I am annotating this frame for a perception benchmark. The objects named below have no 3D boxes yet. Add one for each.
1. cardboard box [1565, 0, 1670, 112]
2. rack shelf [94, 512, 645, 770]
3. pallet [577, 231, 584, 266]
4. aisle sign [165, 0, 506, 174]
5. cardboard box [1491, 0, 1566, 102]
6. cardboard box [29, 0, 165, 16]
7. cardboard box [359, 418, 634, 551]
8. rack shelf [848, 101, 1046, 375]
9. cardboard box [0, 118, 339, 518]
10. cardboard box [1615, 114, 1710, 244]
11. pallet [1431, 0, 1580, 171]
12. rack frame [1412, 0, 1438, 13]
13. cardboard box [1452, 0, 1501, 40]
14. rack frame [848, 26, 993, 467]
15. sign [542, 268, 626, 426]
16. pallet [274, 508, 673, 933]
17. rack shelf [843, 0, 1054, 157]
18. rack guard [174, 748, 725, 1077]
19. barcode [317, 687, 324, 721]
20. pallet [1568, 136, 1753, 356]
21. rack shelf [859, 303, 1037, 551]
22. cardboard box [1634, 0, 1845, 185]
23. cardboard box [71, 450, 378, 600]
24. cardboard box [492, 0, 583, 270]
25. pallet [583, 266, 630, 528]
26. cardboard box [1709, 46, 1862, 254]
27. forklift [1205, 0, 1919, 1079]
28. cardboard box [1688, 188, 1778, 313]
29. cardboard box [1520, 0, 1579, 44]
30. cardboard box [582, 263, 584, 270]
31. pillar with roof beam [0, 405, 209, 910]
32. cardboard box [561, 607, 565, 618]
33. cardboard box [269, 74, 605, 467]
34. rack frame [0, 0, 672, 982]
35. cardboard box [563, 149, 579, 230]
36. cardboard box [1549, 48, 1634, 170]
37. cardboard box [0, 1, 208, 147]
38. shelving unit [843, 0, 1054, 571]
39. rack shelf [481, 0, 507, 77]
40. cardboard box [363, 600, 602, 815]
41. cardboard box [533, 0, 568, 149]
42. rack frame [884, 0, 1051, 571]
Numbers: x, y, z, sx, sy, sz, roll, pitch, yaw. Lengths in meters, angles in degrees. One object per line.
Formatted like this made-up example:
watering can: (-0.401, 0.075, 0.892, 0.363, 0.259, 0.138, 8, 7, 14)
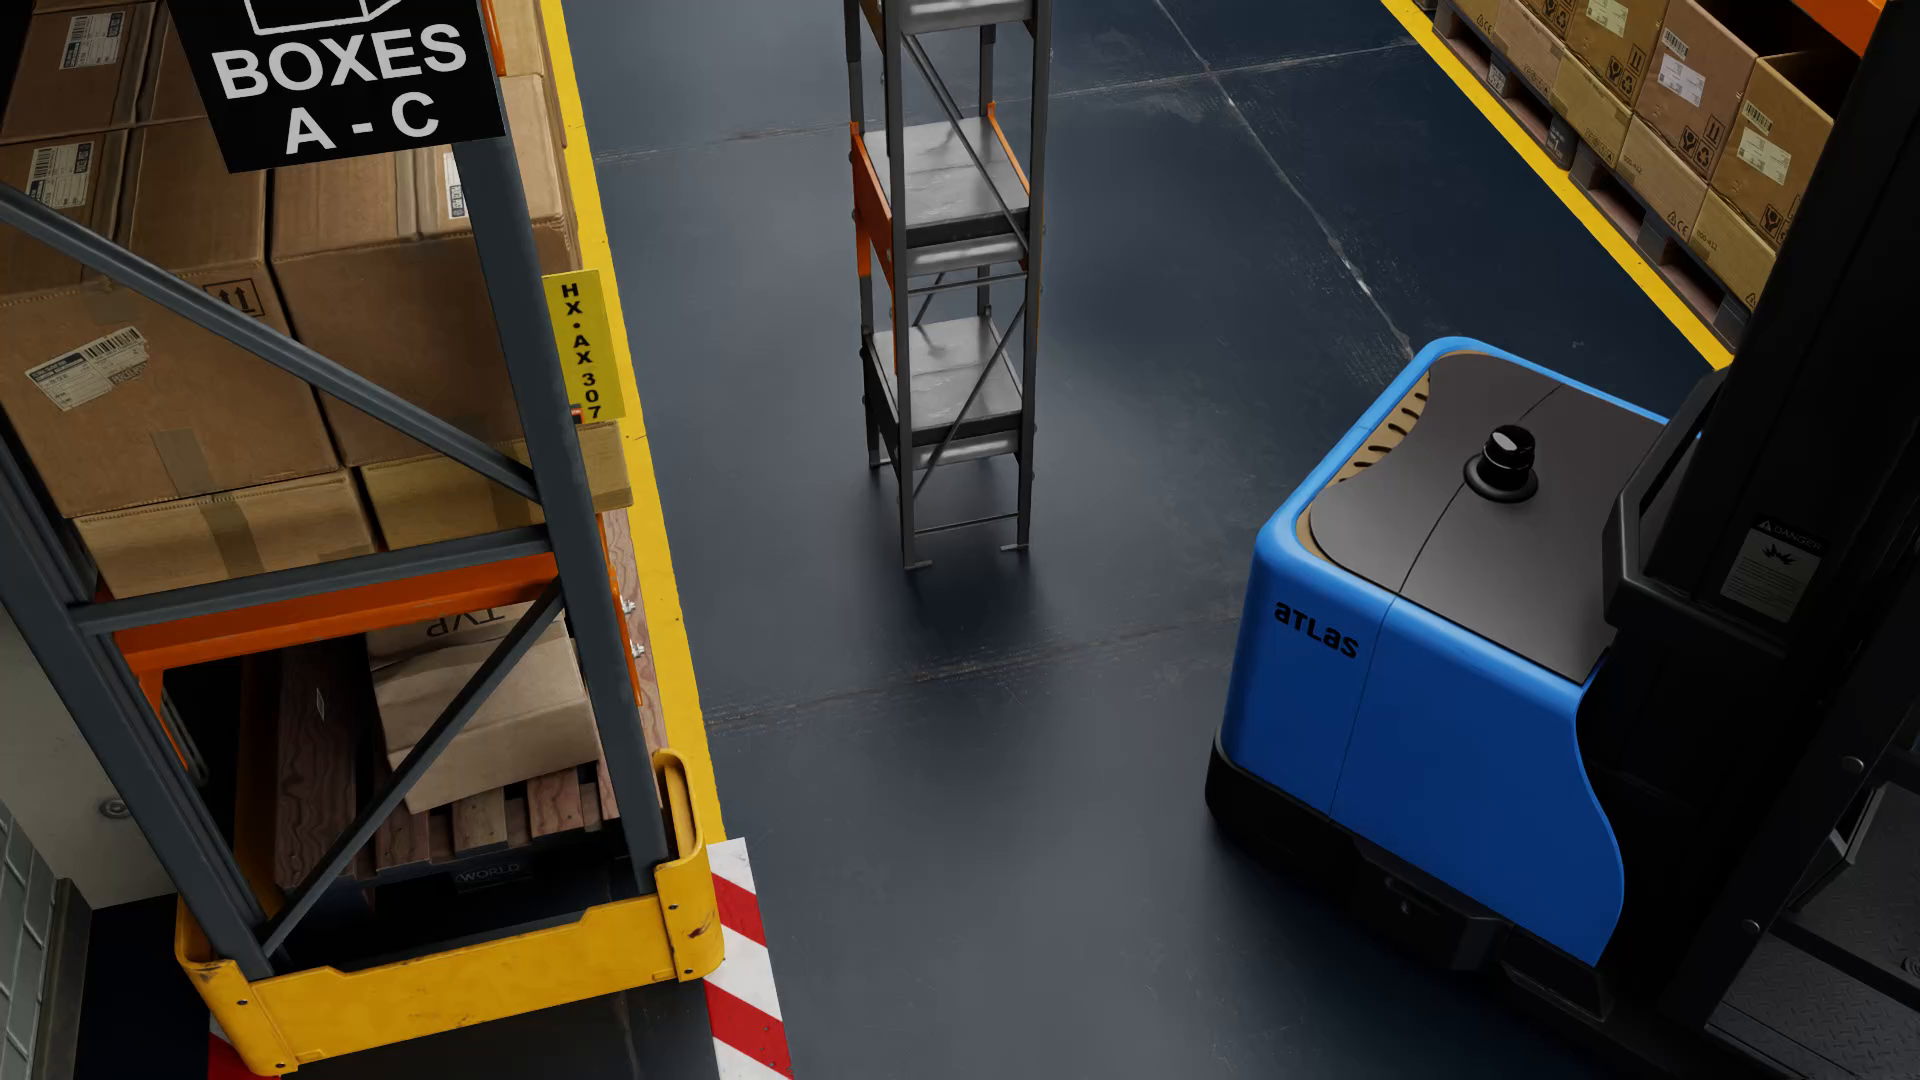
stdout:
cardboard box: (2.663, -1.974, 6.191, 0.500, 0.500, 0.500, -11, 47, -10)
rack shelf: (-1.685, -1.054, 4.687, 1.077, 0.370, 4.000, -11, 47, -10)
pallet: (-1.991, -1.254, 6.331, 1.003, 0.211, 1.213, -11, 47, -10)
aisle sign: (-0.864, -0.840, 2.153, 0.394, 0.787, 0.004, -11, 47, -10)
cardboard box: (2.540, -2.058, 6.798, 0.500, 0.250, 0.500, -11, 47, -10)
cardboard box: (-1.755, -1.134, 3.827, 0.500, 0.500, 0.500, -12, 47, -11)
cardboard box: (-0.991, -0.275, 3.510, 0.500, 0.250, 0.500, -12, 47, -11)
rack shelf: (-0.042, -0.840, 4.622, 0.431, 0.518, 0.480, -11, 47, -10)
cardboard box: (-1.499, -0.429, 3.136, 0.500, 0.500, 0.500, -11, 47, -11)
cardboard box: (2.796, -1.368, 6.121, 0.500, 0.250, 0.500, -11, 47, -10)
pallet: (2.754, -2.062, 7.123, 1.003, 0.211, 1.213, -11, 47, -10)
rack frame: (2.591, -3.595, 6.673, 1.000, 3.000, 0.127, -11, 47, -10)
cardboard box: (2.417, -2.404, 7.137, 0.500, 0.250, 0.500, -11, 47, -10)
rack frame: (-0.105, -1.018, 4.777, 0.400, 2.100, 0.015, -11, 47, -10)
sign: (-0.648, -0.328, 2.865, 0.100, 0.325, 0.005, -11, 47, -10)
pallet: (-1.366, 0.431, 4.680, 1.003, 0.211, 1.213, -11, 47, -10)
rack shelf: (-0.042, -1.330, 4.122, 0.431, 0.518, 0.480, -11, 47, -10)
rack guard: (-1.192, 0.897, 4.021, 1.175, 0.500, 0.348, -11, 47, -10)
barcode: (-1.654, 0.425, 4.301, 0.001, 0.075, 0.075, -11, 47, -10)
pallet: (3.070, -1.219, 6.296, 1.003, 0.211, 1.213, -11, 47, -10)
rack shelf: (-0.042, -0.350, 5.122, 0.431, 0.518, 0.480, -11, 47, -10)
cardboard box: (2.793, -1.630, 5.853, 0.500, 0.500, 0.500, -11, 47, -10)
cardboard box: (-1.480, -0.167, 3.404, 0.500, 0.250, 0.500, -10, 46, -10)
cardboard box: (-1.121, -0.870, 3.568, 0.500, 0.500, 0.500, -11, 47, -10)
pallet: (-1.675, -0.410, 5.504, 1.003, 0.211, 1.213, -11, 47, -10)
cardboard box: (2.920, -1.284, 5.514, 0.500, 0.500, 0.500, -11, 47, -10)
forklift: (2.137, 0.088, 3.112, 3.031, 2.935, 1.130, 29, 52, 25)
cardboard box: (2.923, -1.022, 5.783, 0.500, 0.250, 0.500, -11, 47, -10)
cardboard box: (2.543, -2.321, 6.531, 0.500, 0.500, 0.500, -11, 47, -10)
cardboard box: (-1.137, -0.631, 3.859, 0.500, 0.250, 0.500, -12, 47, -12)
pillar with roof beam: (1.973, -3.137, 2.024, 9.100, 9.000, 0.400, -11, 47, -10)
cardboard box: (-1.409, -0.026, 4.750, 0.500, 0.311, 0.500, -7, 46, -7)
cardboard box: (-1.004, -0.527, 3.232, 0.500, 0.500, 0.500, -11, 47, -10)
rack frame: (-1.173, 0.075, 3.076, 1.000, 3.000, 0.127, -11, 47, -10)
cardboard box: (-1.262, -0.983, 4.205, 0.500, 0.250, 0.500, -11, 47, -11)
cardboard box: (2.663, -1.712, 6.459, 0.500, 0.250, 0.500, -11, 47, -10)
cardboard box: (-1.618, -0.778, 3.478, 0.500, 0.500, 0.500, -10, 46, -10)
shelving unit: (-0.042, -0.849, 4.612, 0.431, 2.100, 0.503, -11, 47, -10)
rack shelf: (-1.685, -2.104, 3.615, 1.077, 0.370, 4.000, -11, 47, -10)
cardboard box: (-1.263, 0.368, 4.364, 0.500, 0.311, 0.500, -16, 48, -15)
cardboard box: (-1.247, -1.228, 3.919, 0.500, 0.500, 0.500, -12, 47, -12)
rack frame: (0.020, -0.681, 4.447, 0.400, 2.100, 0.015, -11, 47, -10)
